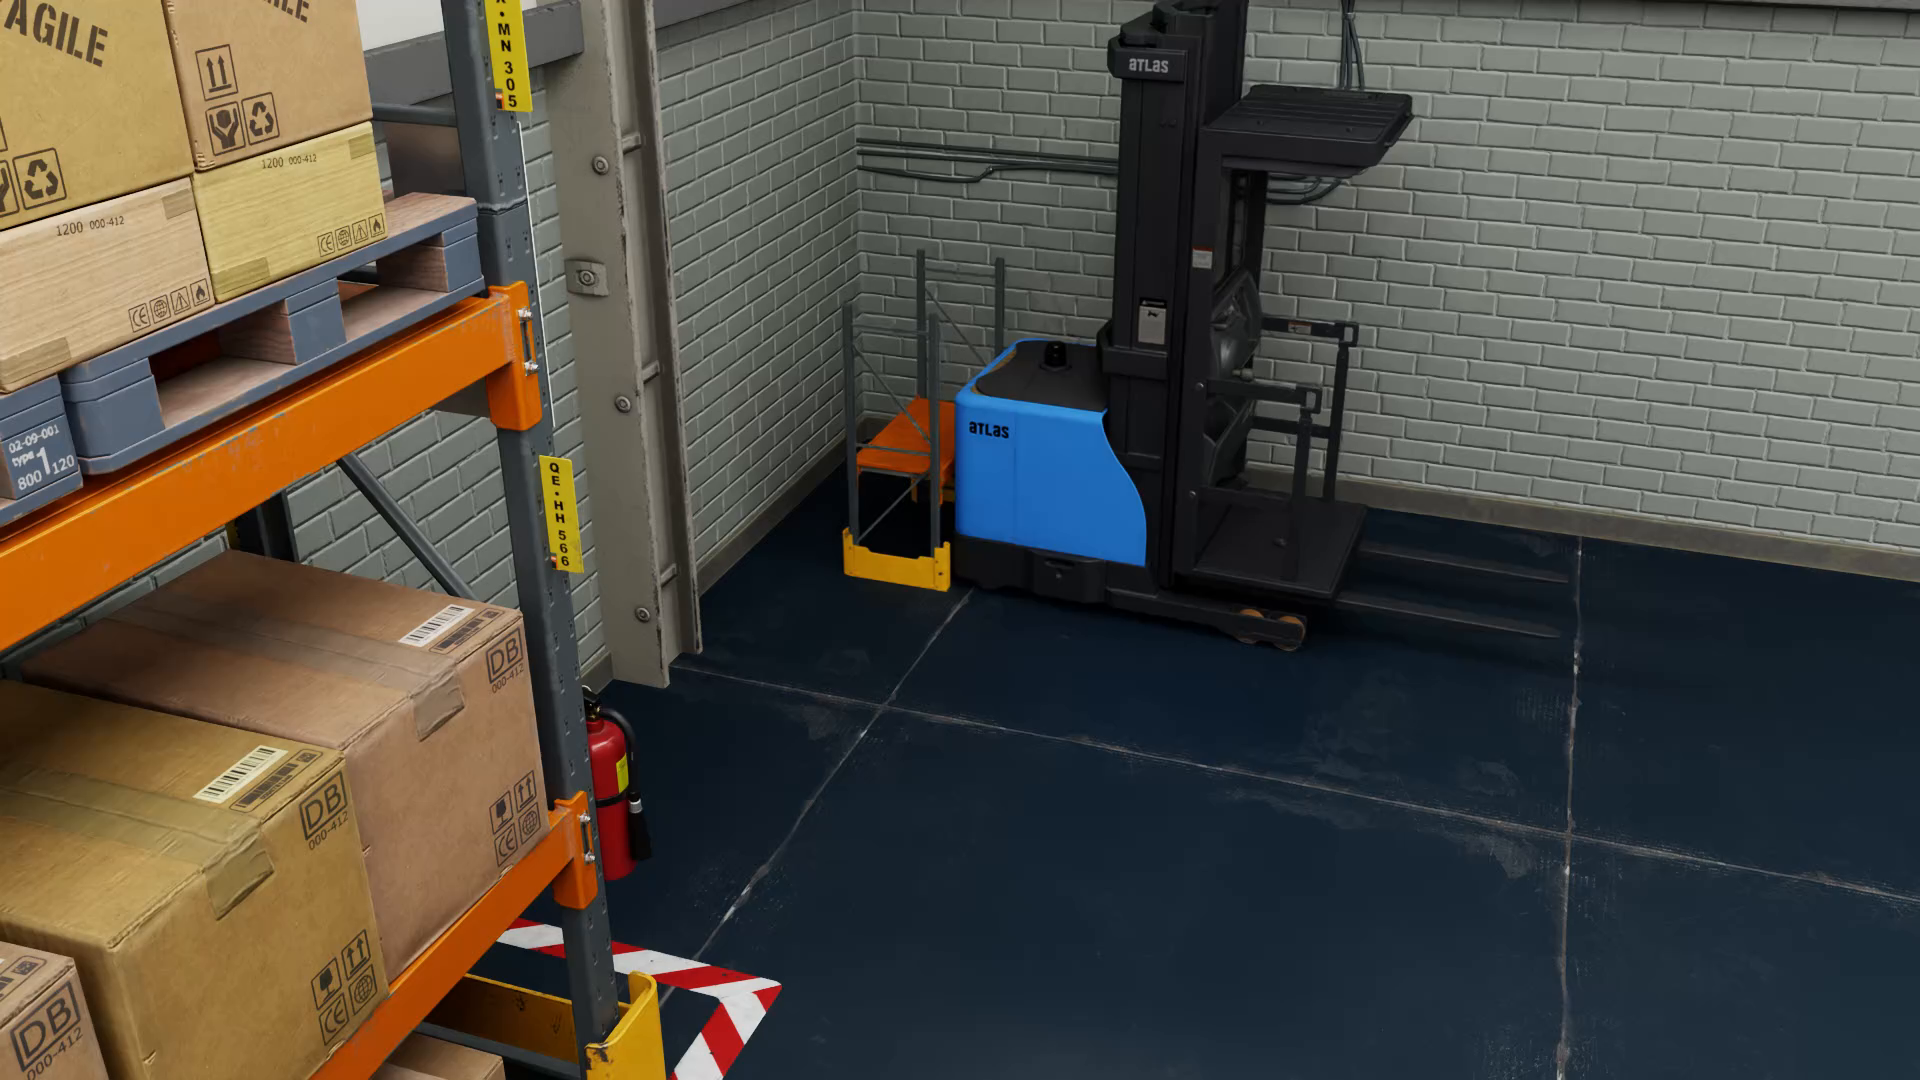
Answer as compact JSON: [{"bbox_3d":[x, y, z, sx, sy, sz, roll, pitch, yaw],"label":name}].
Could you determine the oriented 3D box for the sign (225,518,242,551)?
[{"bbox_3d":[-2.071,-0.030,4.785,0.100,0.325,0.005,9,27,17],"label":"sign"}]

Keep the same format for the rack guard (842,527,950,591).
[{"bbox_3d":[-0.335,0.099,8.760,0.587,0.250,0.087,9,27,18],"label":"rack guard"}]

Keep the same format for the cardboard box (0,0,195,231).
[{"bbox_3d":[-1.713,-0.831,2.797,0.500,0.500,0.500,10,27,19],"label":"cardboard box"}]

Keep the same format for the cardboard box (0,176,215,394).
[{"bbox_3d":[-1.716,-0.485,2.942,0.500,0.250,0.500,8,27,15],"label":"cardboard box"}]

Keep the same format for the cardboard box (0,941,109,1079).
[{"bbox_3d":[-2.204,1.167,3.053,0.980,0.700,0.700,7,27,15],"label":"cardboard box"}]

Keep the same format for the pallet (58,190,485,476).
[{"bbox_3d":[-1.787,-0.525,3.552,1.003,0.211,1.213,9,27,17],"label":"pallet"}]

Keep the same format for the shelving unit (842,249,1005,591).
[{"bbox_3d":[-0.168,-0.668,8.909,0.587,1.500,1.083,9,27,18],"label":"shelving unit"}]

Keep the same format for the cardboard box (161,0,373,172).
[{"bbox_3d":[-1.536,-1.035,3.219,0.500,0.500,0.500,9,27,17],"label":"cardboard box"}]

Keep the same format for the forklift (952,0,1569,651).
[{"bbox_3d":[1.527,-1.041,8.036,3.031,2.935,1.130,10,28,19],"label":"forklift"}]

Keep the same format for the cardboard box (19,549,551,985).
[{"bbox_3d":[-1.710,0.555,4.318,0.980,0.700,0.700,10,28,20],"label":"cardboard box"}]

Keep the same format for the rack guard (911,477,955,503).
[{"bbox_3d":[-0.001,-0.310,9.604,0.587,0.250,0.087,9,27,18],"label":"rack guard"}]

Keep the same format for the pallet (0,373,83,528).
[{"bbox_3d":[-2.191,-0.022,2.513,1.003,0.211,1.213,9,27,17],"label":"pallet"}]

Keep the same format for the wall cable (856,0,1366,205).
[{"bbox_3d":[0.669,-3.096,8.882,3.097,2.526,0.112,9,27,17],"label":"wall cable"}]

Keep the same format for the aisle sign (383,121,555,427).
[{"bbox_3d":[-1.243,-0.678,4.224,0.394,0.787,0.004,9,27,17],"label":"aisle sign"}]

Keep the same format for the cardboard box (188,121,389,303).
[{"bbox_3d":[-1.544,-0.699,3.384,0.500,0.250,0.500,10,27,19],"label":"cardboard box"}]

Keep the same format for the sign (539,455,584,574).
[{"bbox_3d":[-1.043,-0.065,4.341,0.100,0.325,0.005,9,27,17],"label":"sign"}]

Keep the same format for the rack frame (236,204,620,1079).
[{"bbox_3d":[-1.550,0.479,4.819,1.000,3.000,0.127,9,27,17],"label":"rack frame"}]

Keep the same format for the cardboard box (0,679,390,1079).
[{"bbox_3d":[-1.942,0.855,3.697,0.980,0.700,0.700,9,27,17],"label":"cardboard box"}]

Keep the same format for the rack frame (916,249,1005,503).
[{"bbox_3d":[0.000,-0.873,9.333,0.500,1.500,0.032,9,27,18],"label":"rack frame"}]

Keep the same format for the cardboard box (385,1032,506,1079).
[{"bbox_3d":[-1.689,1.717,4.649,0.700,0.500,0.500,9,27,17],"label":"cardboard box"}]

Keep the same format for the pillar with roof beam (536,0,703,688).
[{"bbox_3d":[2.592,-2.832,4.773,9.100,9.000,0.400,9,27,17],"label":"pillar with roof beam"}]

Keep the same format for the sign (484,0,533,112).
[{"bbox_3d":[-1.043,-1.150,3.816,0.100,0.325,0.005,9,27,17],"label":"sign"}]

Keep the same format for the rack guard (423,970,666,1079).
[{"bbox_3d":[-1.542,1.594,5.385,1.175,0.500,0.348,9,27,17],"label":"rack guard"}]

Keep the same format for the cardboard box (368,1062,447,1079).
[{"bbox_3d":[-1.560,1.504,4.344,0.380,0.149,0.250,8,27,17],"label":"cardboard box"}]

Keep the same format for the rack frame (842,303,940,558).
[{"bbox_3d":[-0.342,-0.456,8.471,0.500,1.500,0.032,9,27,18],"label":"rack frame"}]

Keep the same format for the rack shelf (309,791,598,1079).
[{"bbox_3d":[-2.216,1.624,3.279,1.077,0.370,4.000,9,27,17],"label":"rack shelf"}]

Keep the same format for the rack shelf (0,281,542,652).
[{"bbox_3d":[-2.216,0.274,2.625,1.077,0.370,4.000,9,27,17],"label":"rack shelf"}]

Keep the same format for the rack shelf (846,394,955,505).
[{"bbox_3d":[-0.171,-0.503,8.980,0.538,0.185,1.000,9,27,18],"label":"rack shelf"}]

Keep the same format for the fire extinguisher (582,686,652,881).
[{"bbox_3d":[-1.065,0.686,4.907,0.296,0.674,0.183,9,27,17],"label":"fire extinguisher"}]

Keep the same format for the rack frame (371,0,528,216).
[{"bbox_3d":[-1.550,-2.222,3.512,1.000,3.000,0.127,9,27,17],"label":"rack frame"}]
